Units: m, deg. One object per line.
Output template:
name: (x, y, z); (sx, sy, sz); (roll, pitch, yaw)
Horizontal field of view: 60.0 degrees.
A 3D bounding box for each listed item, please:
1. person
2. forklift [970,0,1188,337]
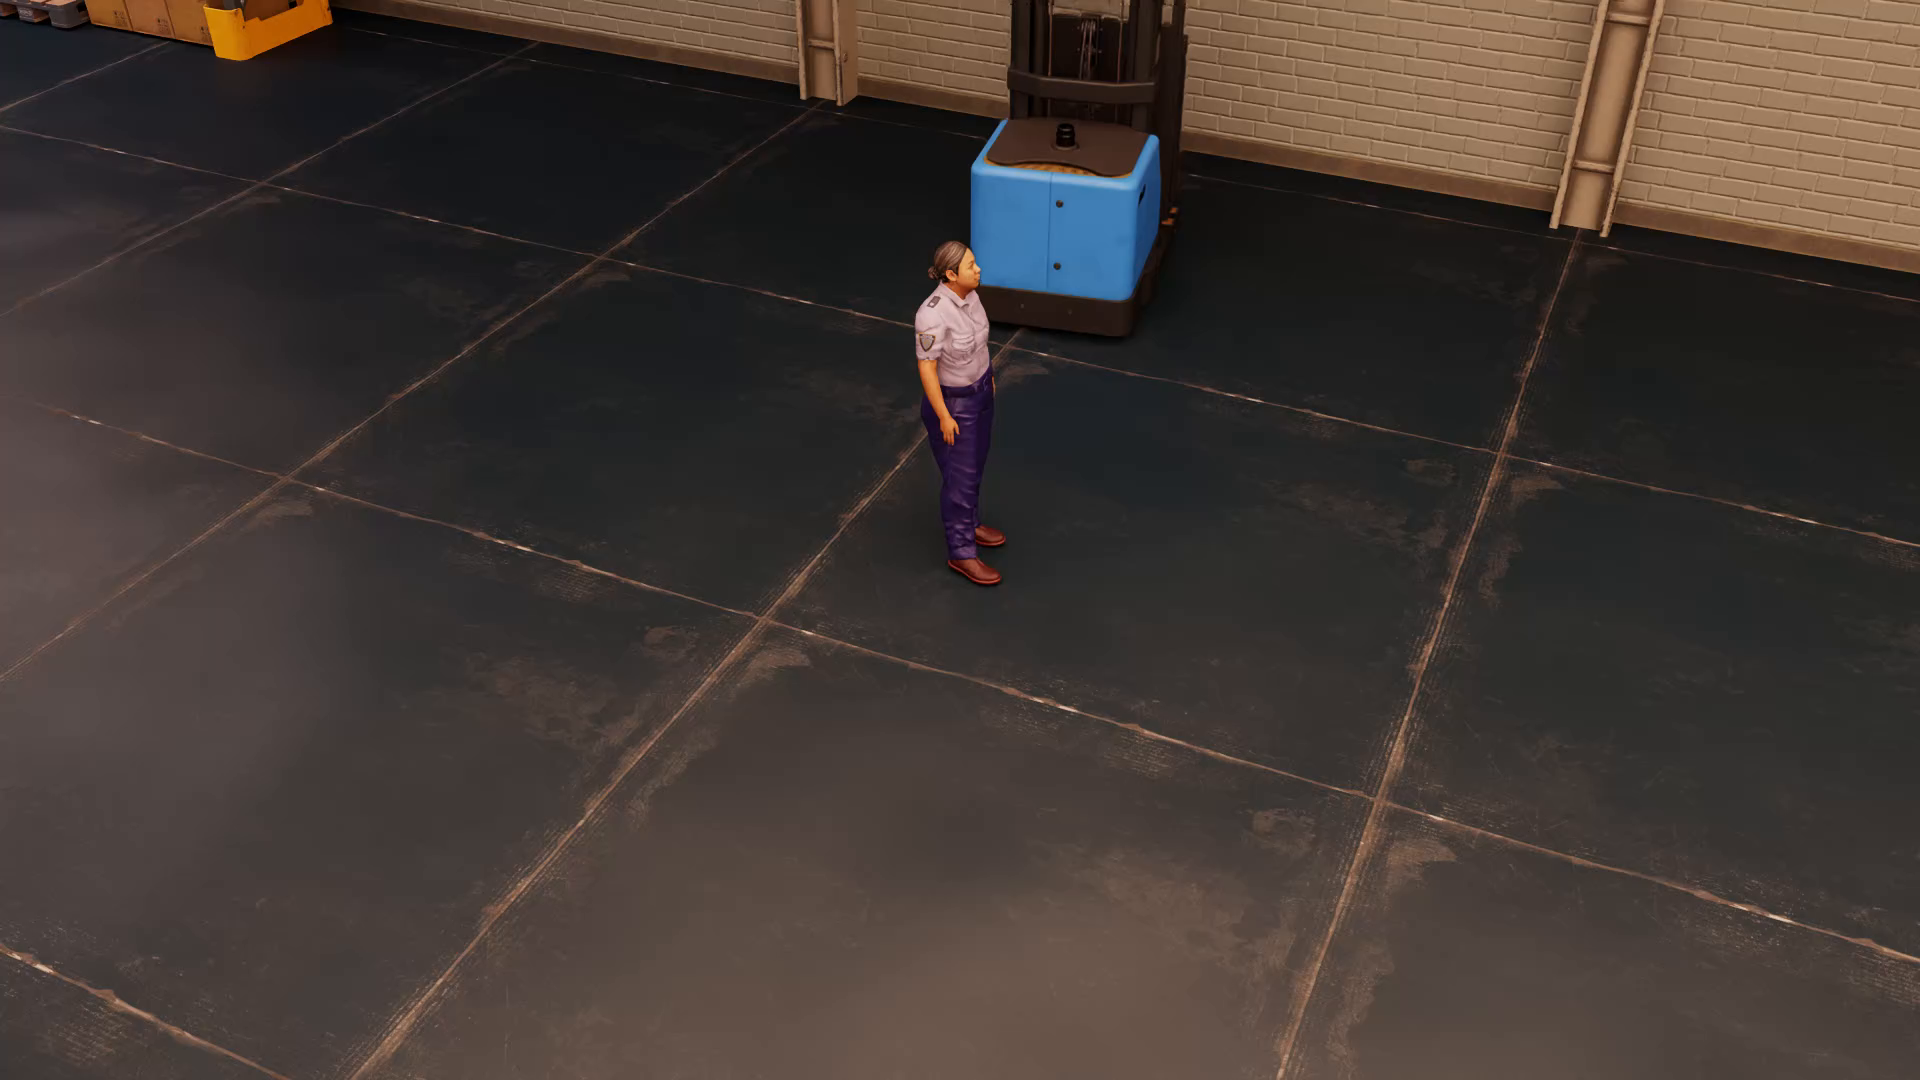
person: (0.072, -0.641, 8.083); (0.503, 1.643, 0.598); (15, 38, 20)
forklift: (0.927, -3.300, 10.714); (1.130, 2.935, 3.031); (9, 36, 12)
